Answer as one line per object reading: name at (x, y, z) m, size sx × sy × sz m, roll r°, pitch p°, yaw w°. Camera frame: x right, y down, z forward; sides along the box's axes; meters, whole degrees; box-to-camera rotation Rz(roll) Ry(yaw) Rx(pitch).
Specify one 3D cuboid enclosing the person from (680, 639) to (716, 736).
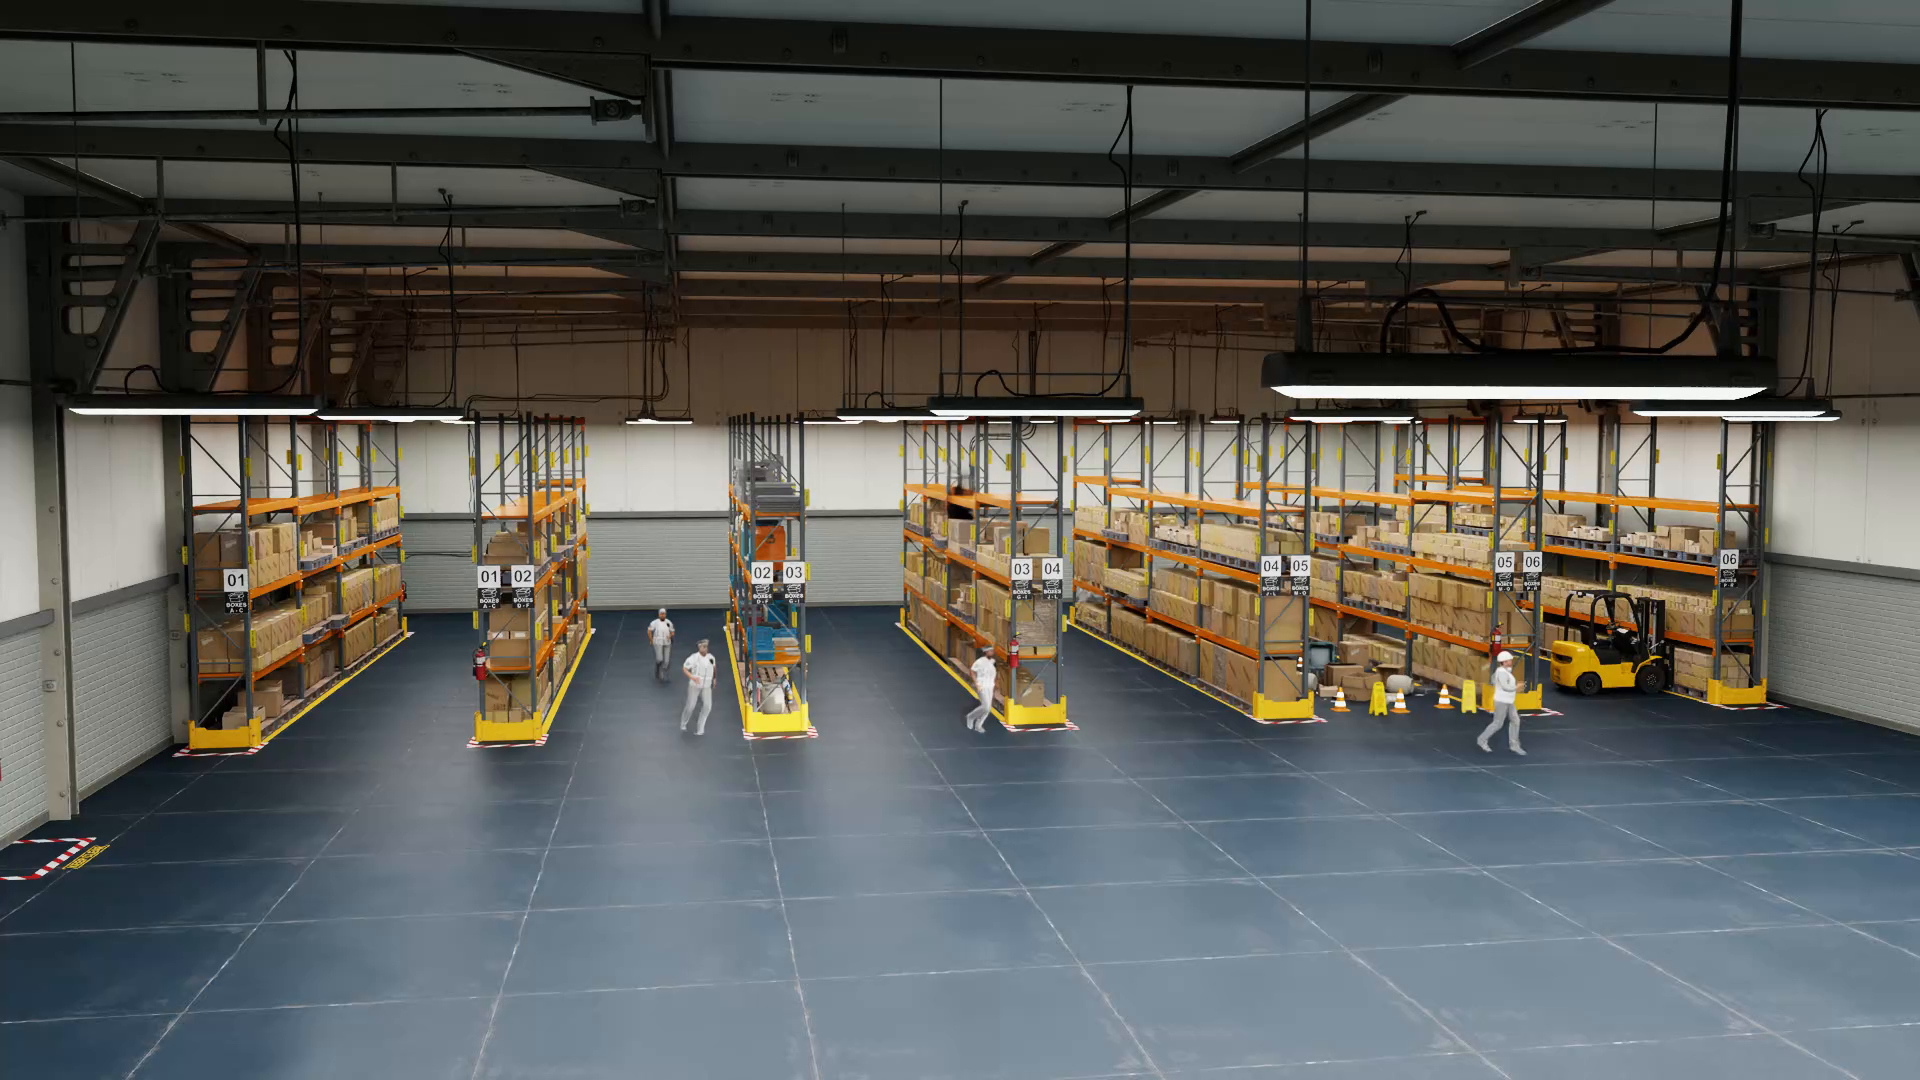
person at (-4.860, 2.751, 31.133) m, size 0.733 × 1.809 × 0.698 m, roll -2°, pitch 4°, yaw -28°

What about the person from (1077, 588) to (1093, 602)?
person at (3.793, 1.495, 50.048) m, size 0.511 × 1.649 × 0.891 m, roll 1°, pitch 4°, yaw 18°

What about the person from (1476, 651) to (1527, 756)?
person at (9.470, 2.850, 29.035) m, size 0.828 × 1.825 × 0.671 m, roll 2°, pitch 4°, yaw 27°

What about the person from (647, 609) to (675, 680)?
person at (-6.692, 2.361, 37.405) m, size 0.593 × 1.626 × 0.574 m, roll -2°, pitch 4°, yaw -23°

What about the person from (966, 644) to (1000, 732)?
person at (0.480, 2.776, 31.322) m, size 0.524 × 1.638 × 0.633 m, roll 4°, pitch 5°, yaw 44°
